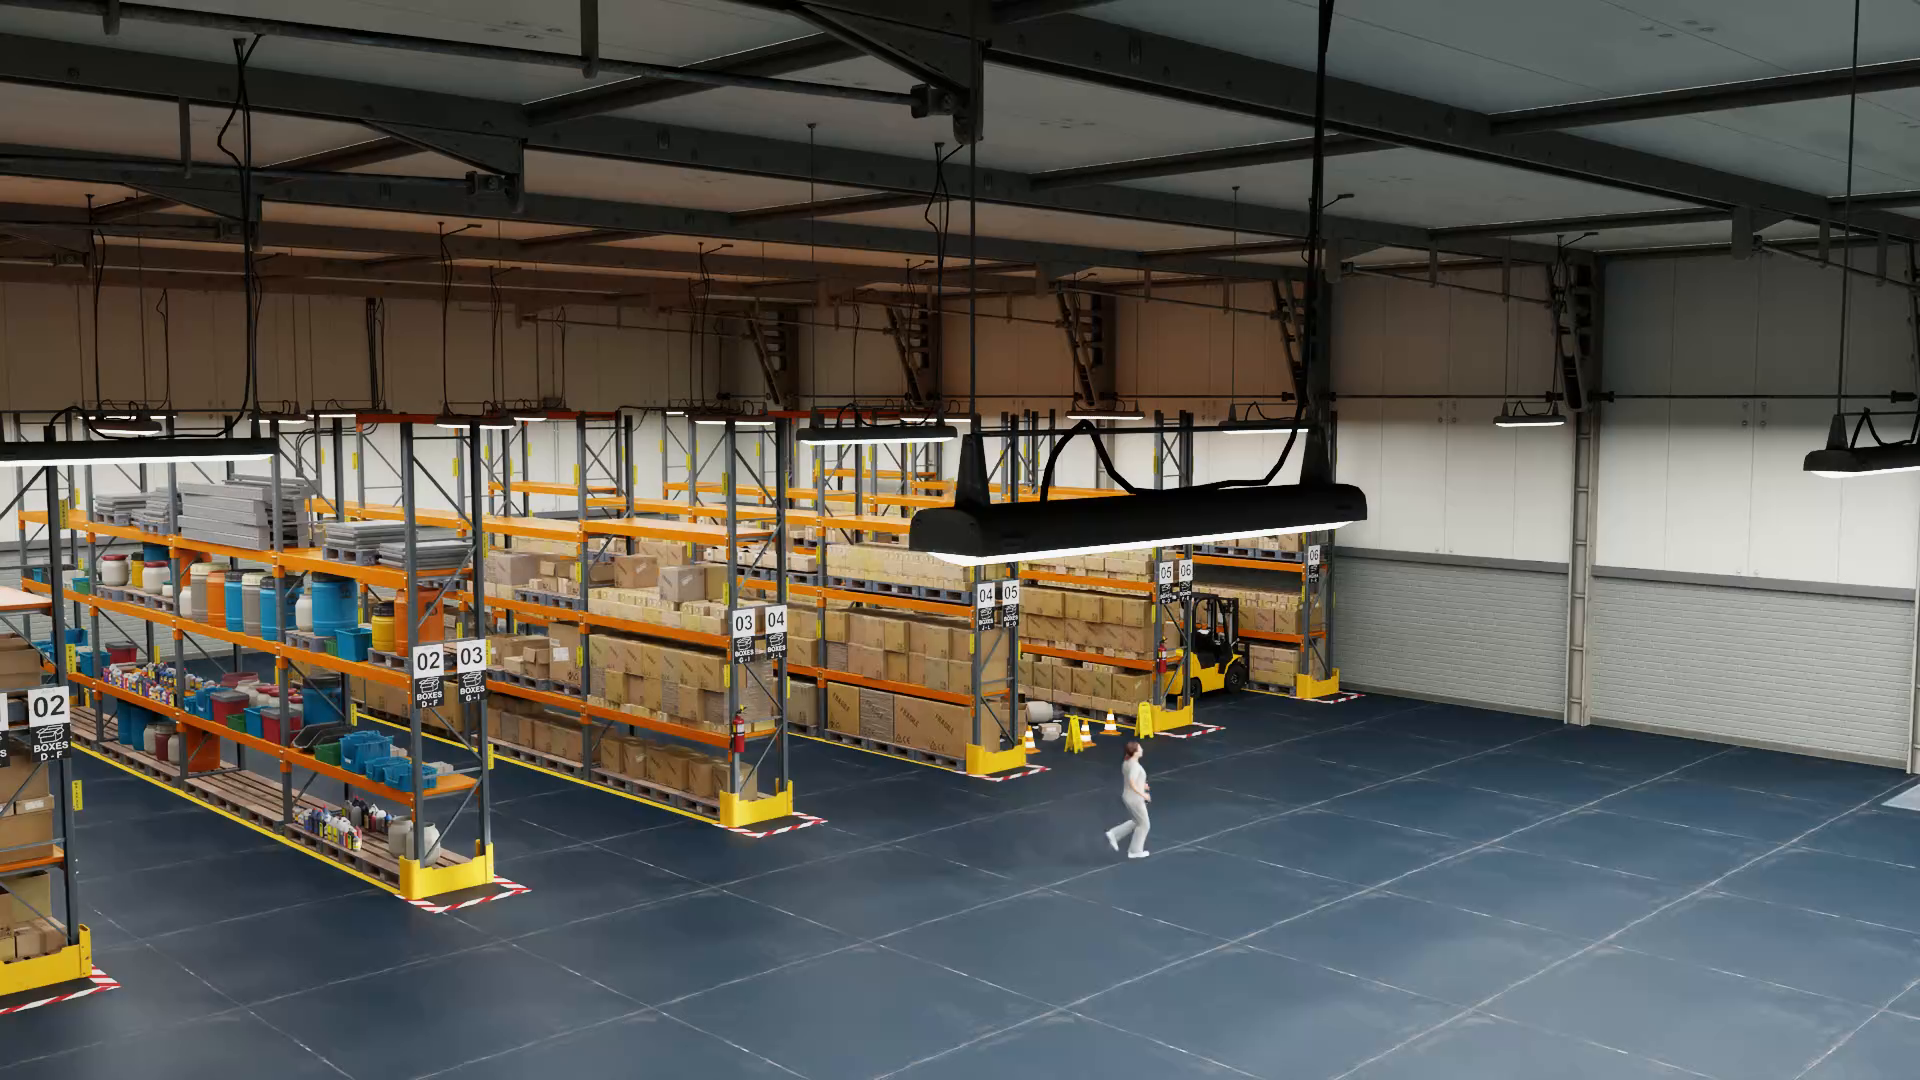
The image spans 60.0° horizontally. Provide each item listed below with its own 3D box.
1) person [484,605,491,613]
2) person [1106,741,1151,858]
[{"bbox_3d":[-11.495,1.964,40.298,0.712,1.789,0.914,3,6,34],"label":"person"},{"bbox_3d":[2.326,3.556,22.694,0.621,1.606,0.555,-1,5,-12],"label":"person"}]
